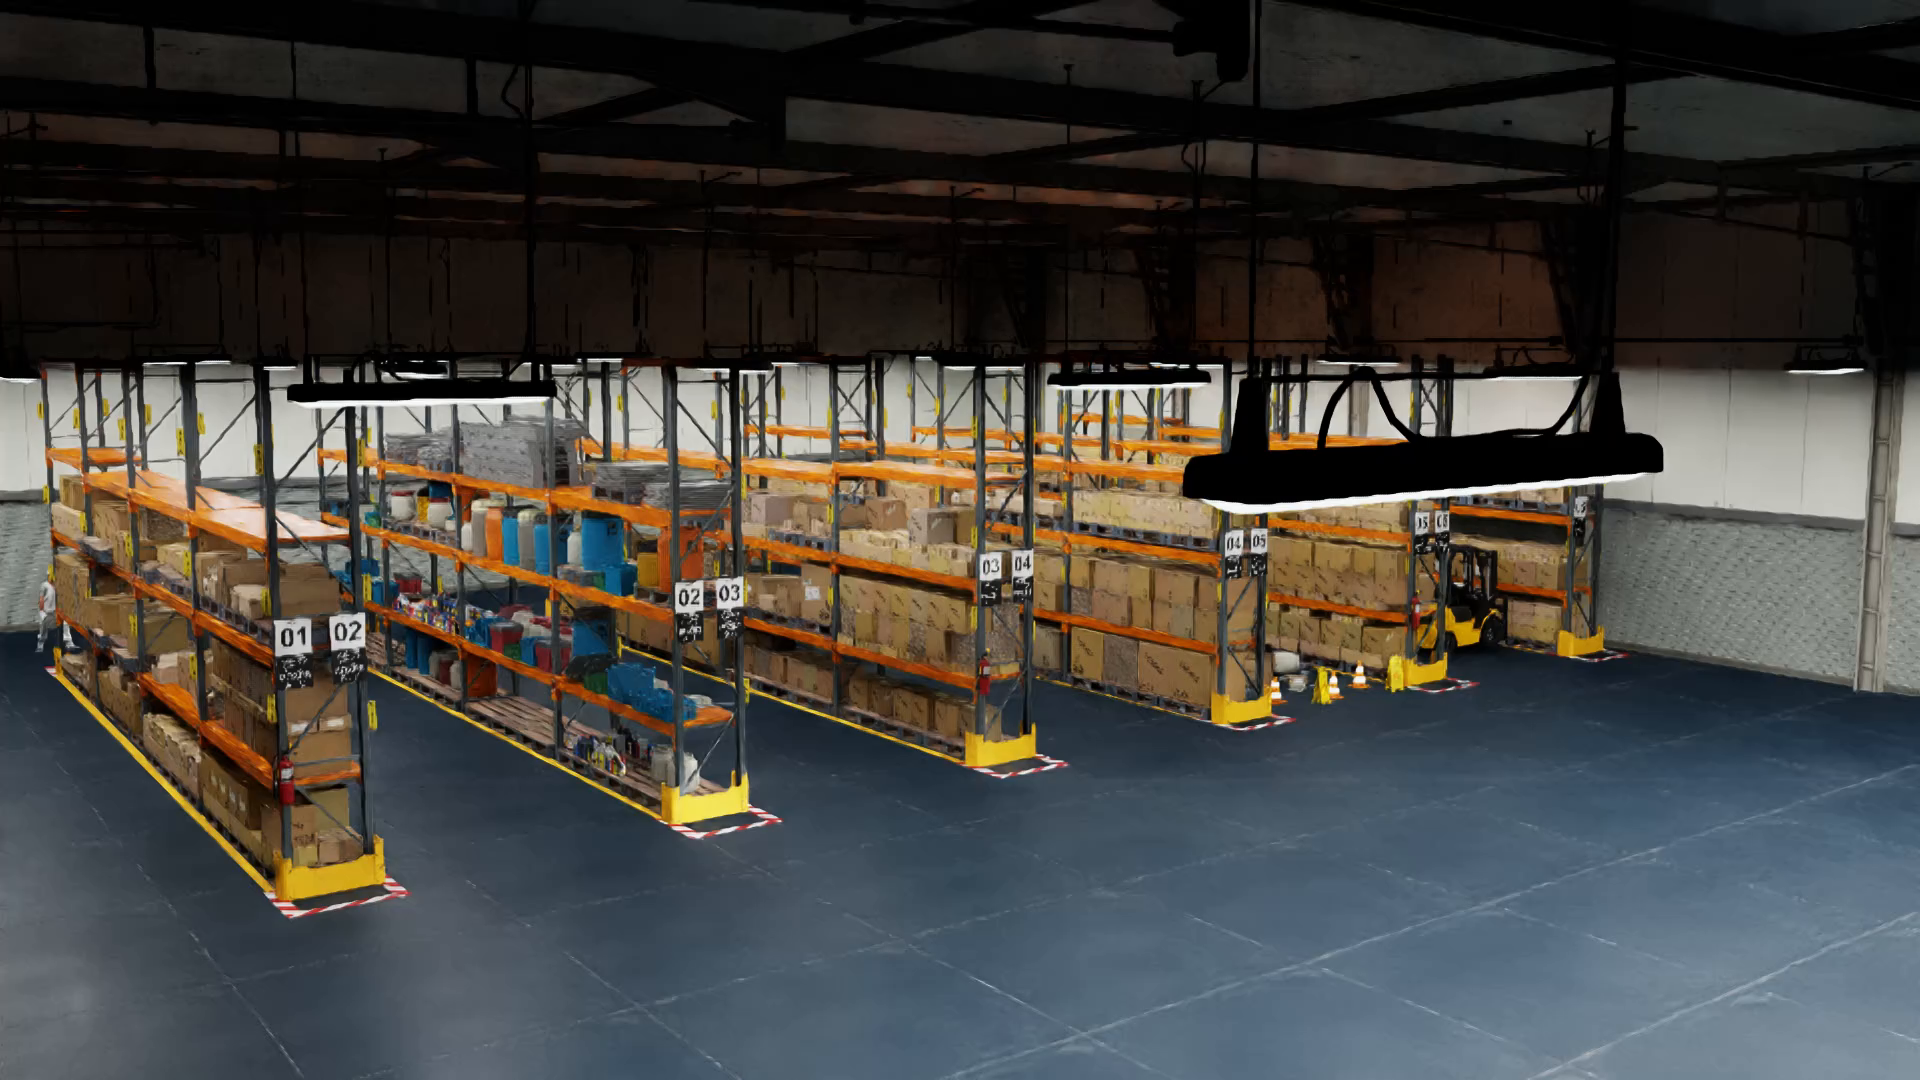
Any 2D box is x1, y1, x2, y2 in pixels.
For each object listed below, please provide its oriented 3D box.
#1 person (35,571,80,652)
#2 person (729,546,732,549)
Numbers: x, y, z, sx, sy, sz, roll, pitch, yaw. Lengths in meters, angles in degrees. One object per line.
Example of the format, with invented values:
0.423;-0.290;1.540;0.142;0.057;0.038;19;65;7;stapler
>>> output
-18.412;1.421;33.788;0.967;1.746;0.587;4;8;31;person
-5.179;0.978;37.535;0.570;1.683;0.375;4;8;31;person
